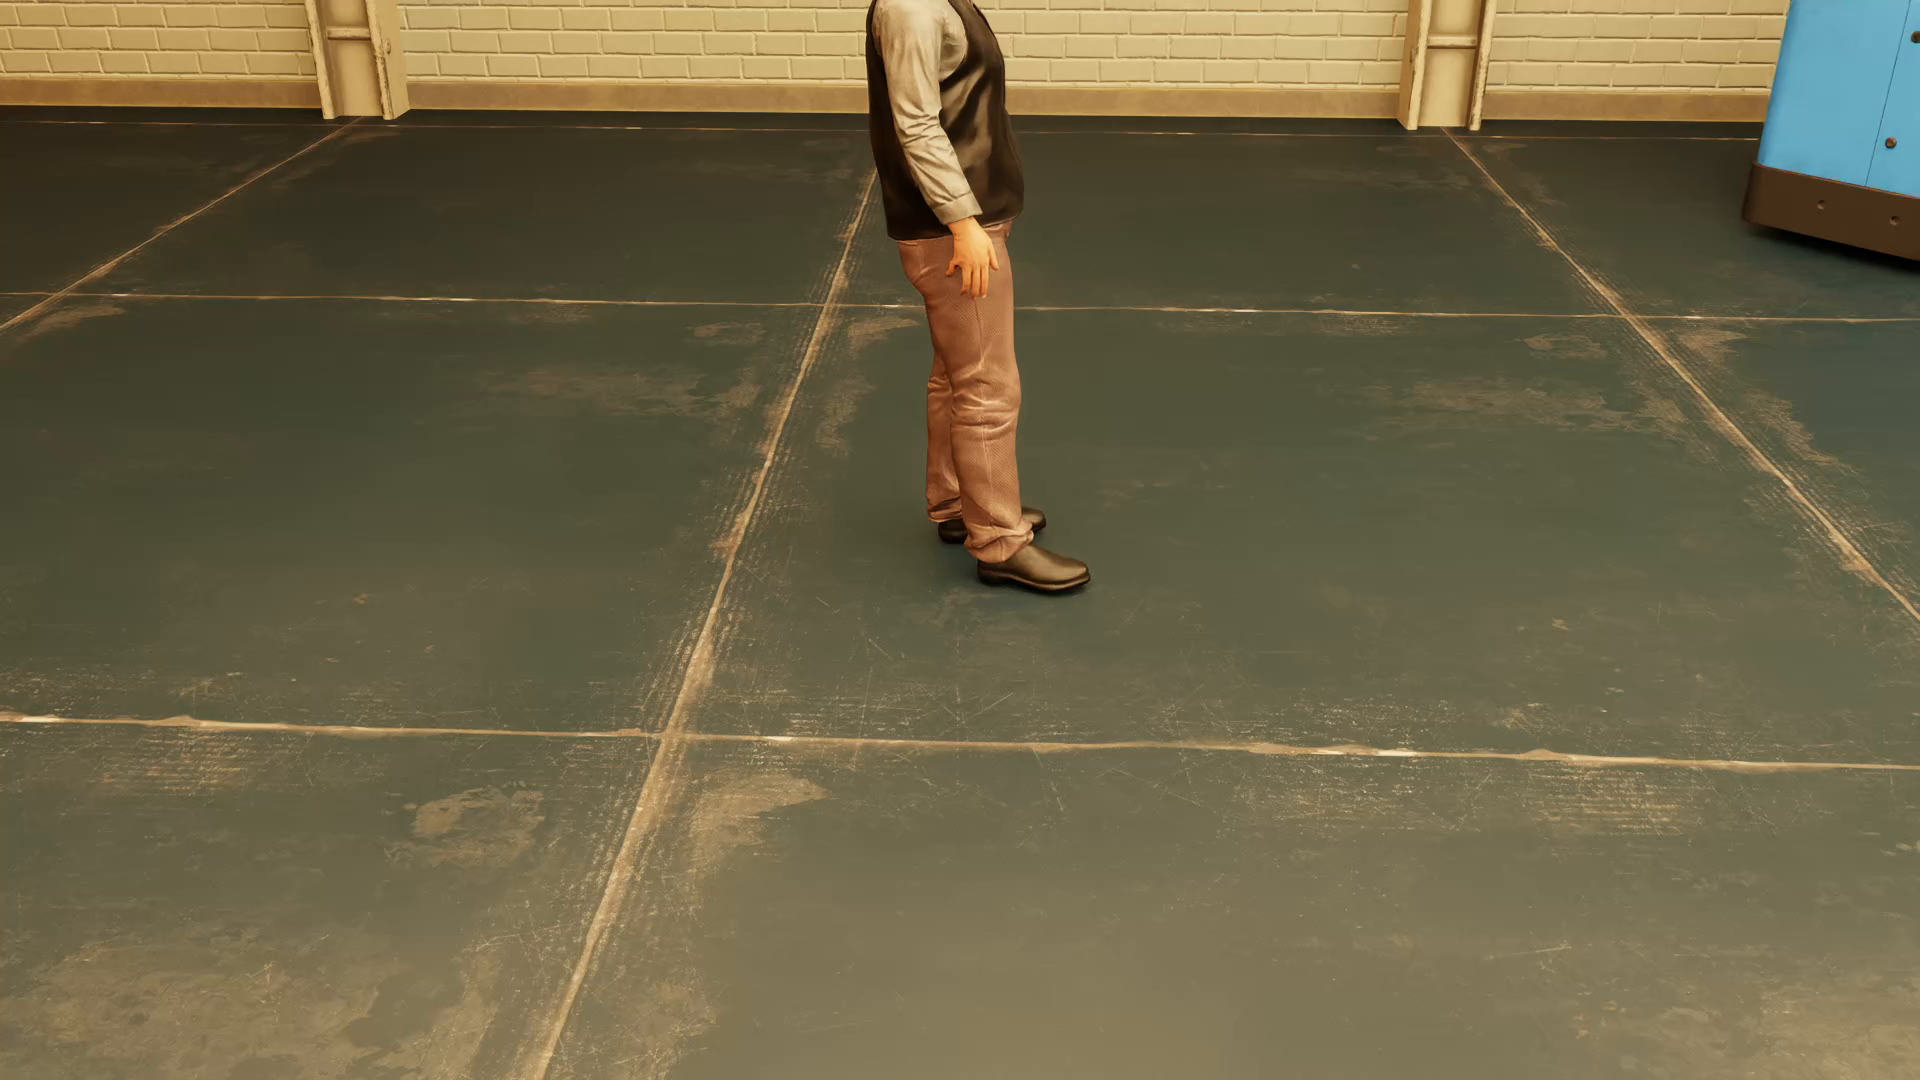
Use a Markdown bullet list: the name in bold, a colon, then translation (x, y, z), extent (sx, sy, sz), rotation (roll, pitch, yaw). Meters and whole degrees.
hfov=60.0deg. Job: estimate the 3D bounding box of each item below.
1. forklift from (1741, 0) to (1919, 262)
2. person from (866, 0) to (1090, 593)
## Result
- **forklift**: translation (4.860, -2.852, 6.990), extent (3.031, 2.935, 1.130), rotation (-18, 31, -32)
- **person**: translation (0.063, -0.774, 4.129), extent (0.566, 1.722, 0.633), rotation (1, 26, 2)
